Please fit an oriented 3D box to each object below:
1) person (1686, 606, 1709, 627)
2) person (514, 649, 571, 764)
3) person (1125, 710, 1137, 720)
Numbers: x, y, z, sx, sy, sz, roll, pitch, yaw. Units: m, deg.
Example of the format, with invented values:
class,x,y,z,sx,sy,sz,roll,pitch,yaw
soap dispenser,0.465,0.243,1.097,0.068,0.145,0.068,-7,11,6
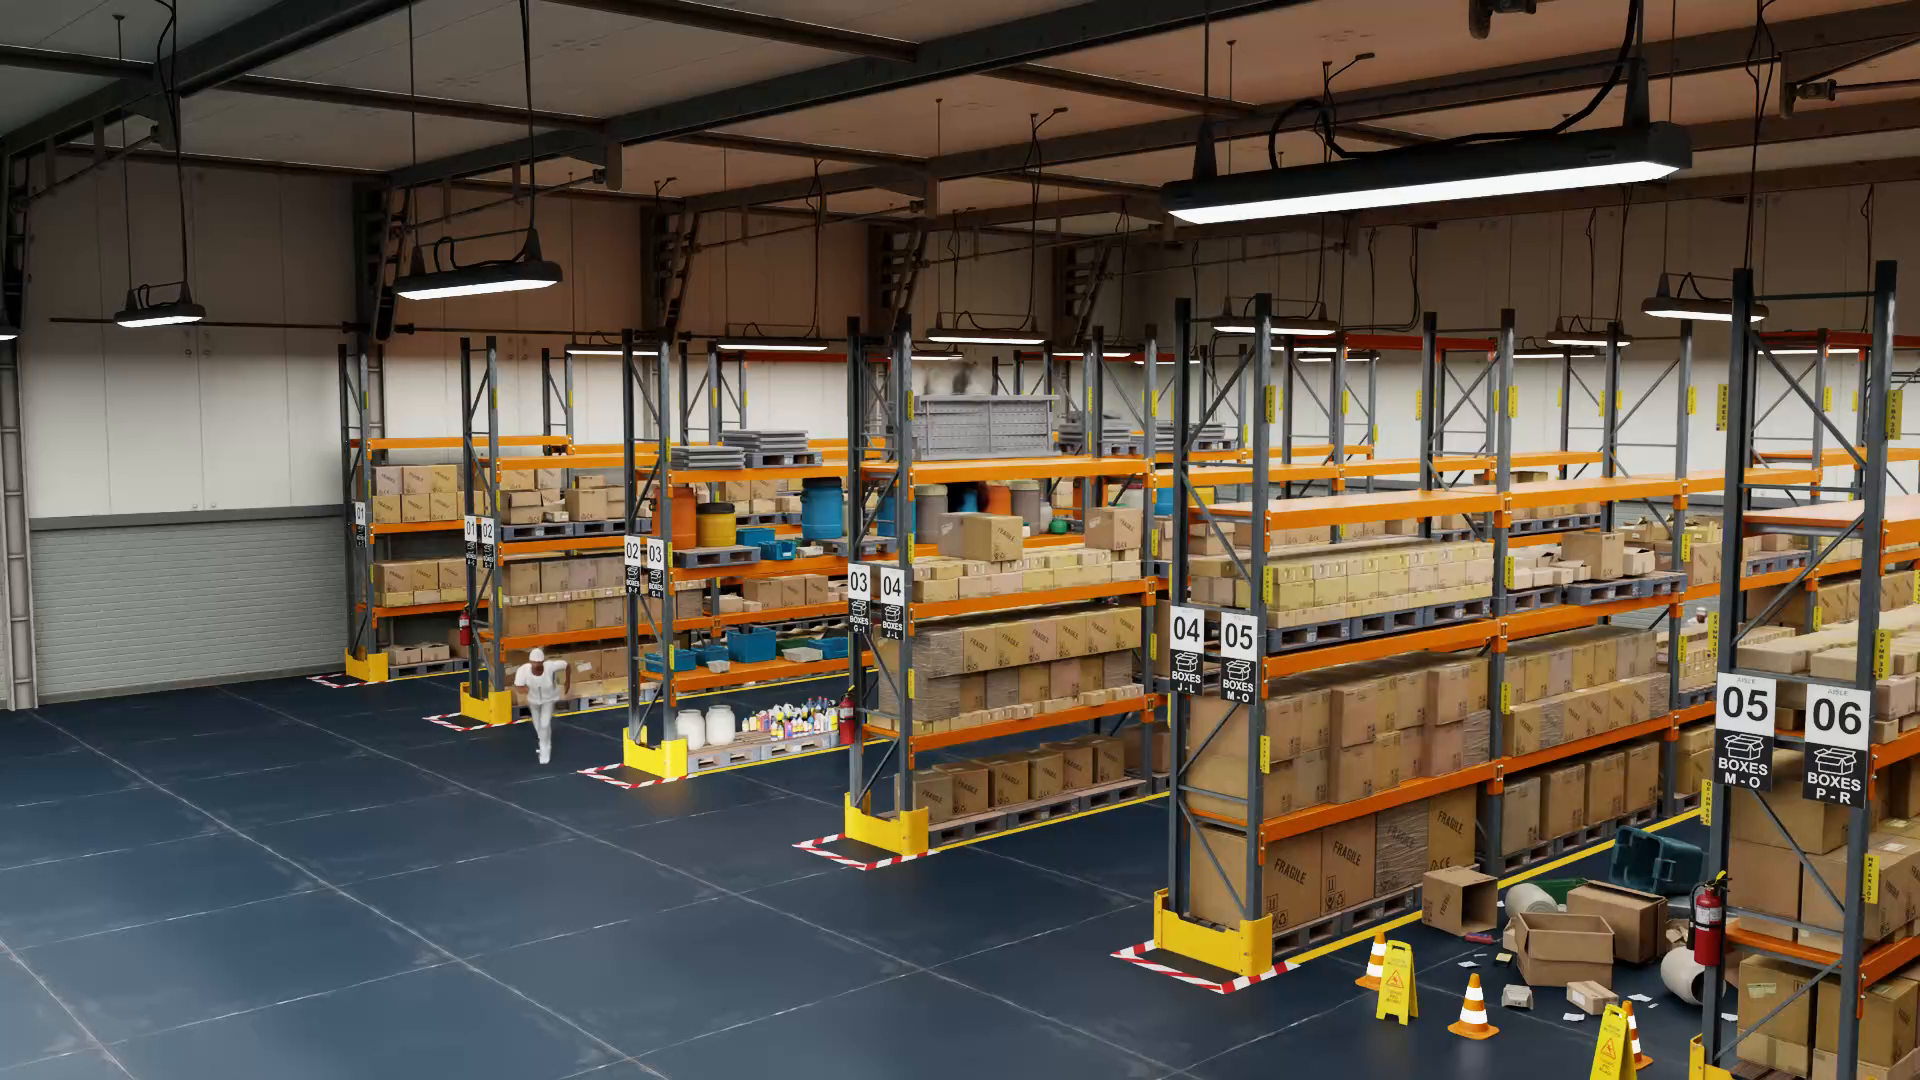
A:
class,x,y,z,sx,sy,sz,roll,pitch,yaw
person,12.537,1.892,28.006,0.615,1.625,0.964,3,6,32
person,-5.793,2.295,23.164,0.742,1.672,0.971,0,5,-4
person,2.705,1.762,24.963,0.658,1.786,0.863,4,6,35
